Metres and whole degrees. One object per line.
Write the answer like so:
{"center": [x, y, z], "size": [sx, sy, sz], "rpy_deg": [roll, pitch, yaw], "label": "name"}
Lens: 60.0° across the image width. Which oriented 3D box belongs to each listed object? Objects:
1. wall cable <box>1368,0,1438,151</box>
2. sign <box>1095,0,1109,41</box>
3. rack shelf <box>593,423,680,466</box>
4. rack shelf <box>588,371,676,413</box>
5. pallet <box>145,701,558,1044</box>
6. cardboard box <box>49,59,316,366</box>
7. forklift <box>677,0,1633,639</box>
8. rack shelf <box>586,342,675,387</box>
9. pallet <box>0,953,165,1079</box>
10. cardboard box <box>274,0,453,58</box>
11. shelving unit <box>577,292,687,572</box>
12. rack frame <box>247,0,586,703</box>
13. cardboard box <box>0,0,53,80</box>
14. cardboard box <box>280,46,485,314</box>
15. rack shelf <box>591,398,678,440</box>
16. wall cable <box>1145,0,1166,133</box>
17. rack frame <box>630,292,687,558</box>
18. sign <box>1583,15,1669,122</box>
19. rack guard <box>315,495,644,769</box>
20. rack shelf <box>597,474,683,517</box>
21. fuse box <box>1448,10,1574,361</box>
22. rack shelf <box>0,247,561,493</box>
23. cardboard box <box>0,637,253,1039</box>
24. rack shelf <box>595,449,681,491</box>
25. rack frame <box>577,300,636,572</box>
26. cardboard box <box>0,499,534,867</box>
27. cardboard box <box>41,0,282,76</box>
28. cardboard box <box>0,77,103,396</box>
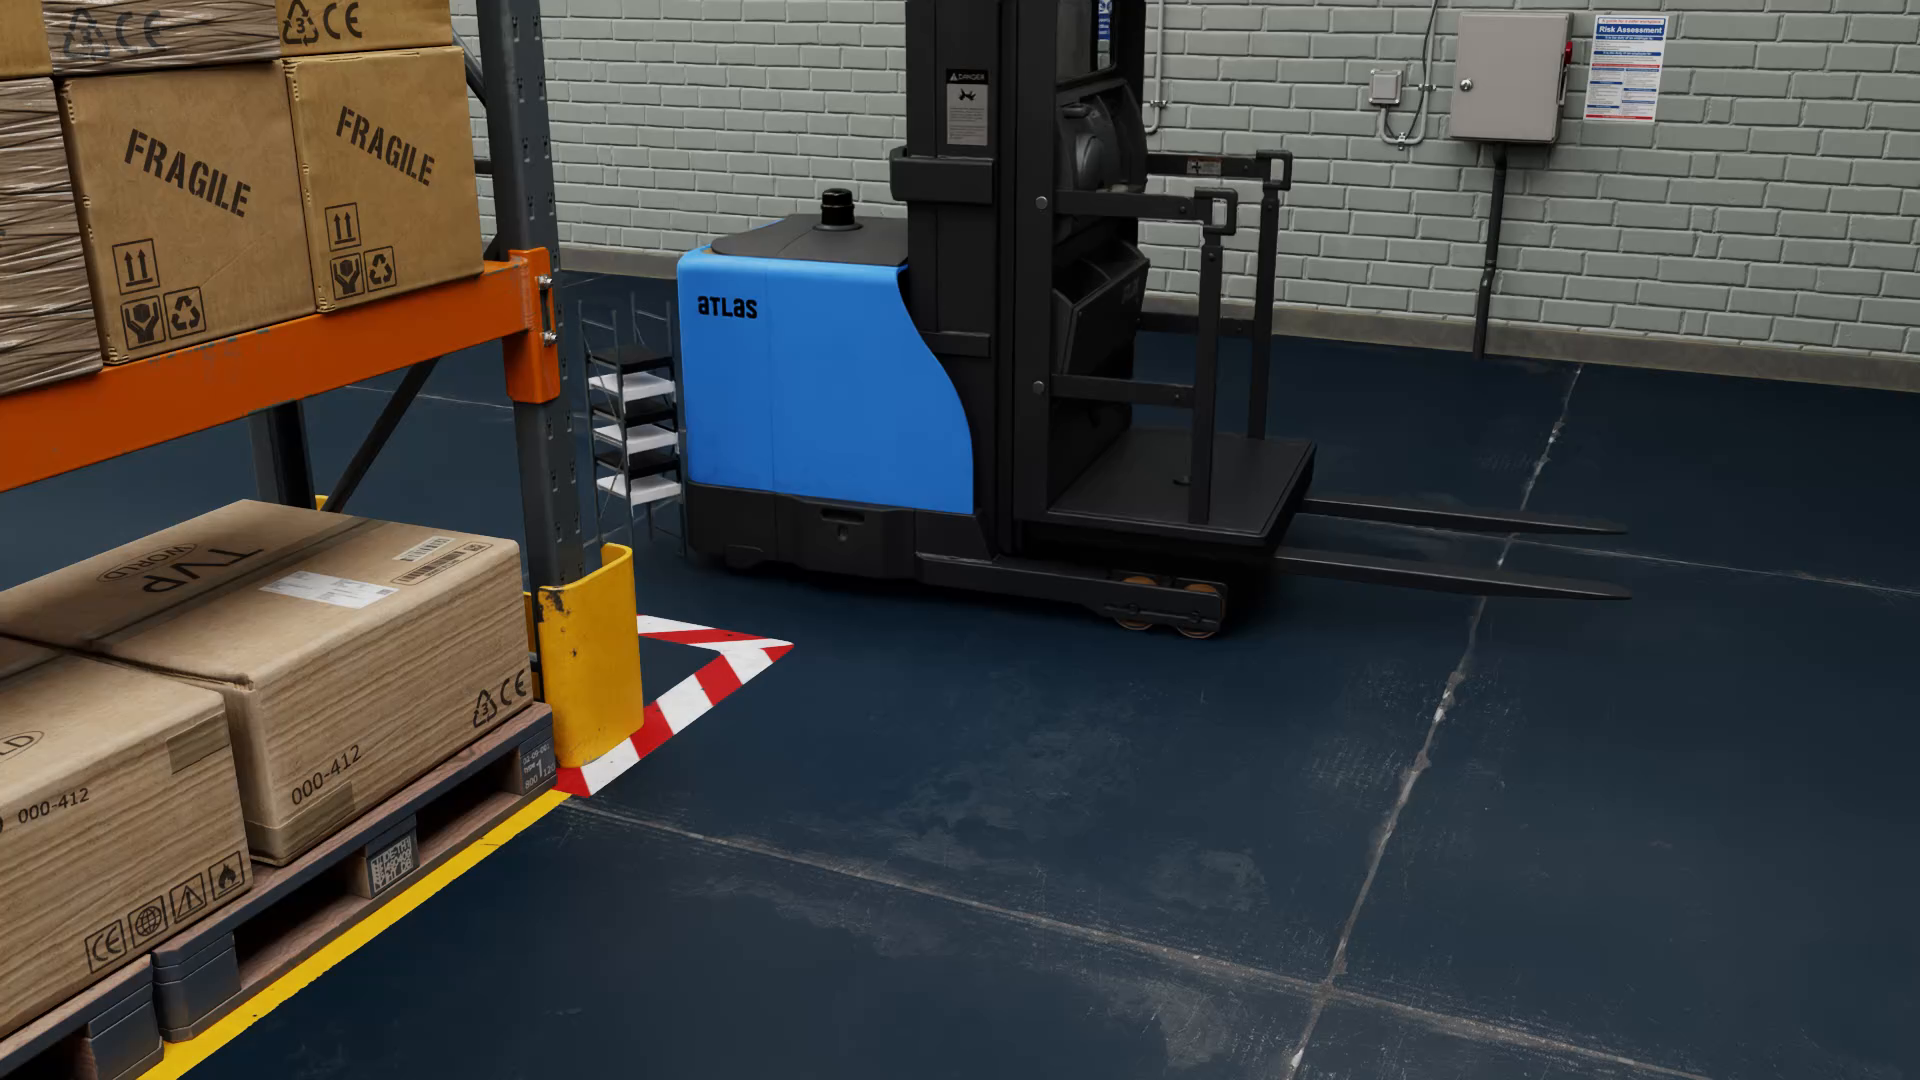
{"center": [2.130, -2.954, 8.283], "size": [0.588, 1.984, 0.122], "rpy_deg": [9, 21, 23], "label": "wall cable"}
{"center": [0.812, -2.819, 9.017], "size": [0.327, 0.218, 0.001], "rpy_deg": [9, 21, 23], "label": "sign"}
{"center": [-1.112, -0.337, 5.671], "size": [0.200, 0.077, 0.258], "rpy_deg": [-17, 26, -39], "label": "rack shelf"}
{"center": [-1.112, -0.506, 5.610], "size": [0.200, 0.077, 0.258], "rpy_deg": [-17, 26, -39], "label": "rack shelf"}
{"center": [-1.713, 0.629, 3.885], "size": [1.003, 0.211, 1.213], "rpy_deg": [9, 21, 23], "label": "pallet"}
{"center": [-1.632, -0.652, 3.176], "size": [0.500, 0.500, 0.500], "rpy_deg": [8, 21, 22], "label": "cardboard box"}
{"center": [0.638, -1.278, 5.188], "size": [3.031, 2.935, 1.130], "rpy_deg": [7, 21, 18], "label": "forklift"}
{"center": [-1.113, -0.591, 5.579], "size": [0.200, 0.077, 0.258], "rpy_deg": [-17, 26, -39], "label": "rack shelf"}
{"center": [-2.214, 1.001, 2.840], "size": [1.003, 0.211, 1.213], "rpy_deg": [9, 21, 23], "label": "pallet"}
{"center": [-1.437, -1.278, 3.444], "size": [0.500, 0.500, 0.500], "rpy_deg": [9, 22, 24], "label": "cardboard box"}
{"center": [-1.112, -0.368, 5.660], "size": [0.210, 0.900, 0.258], "rpy_deg": [-17, 26, -39], "label": "shelving unit"}
{"center": [-1.457, -0.940, 4.135], "size": [1.000, 3.000, 0.127], "rpy_deg": [9, 21, 23], "label": "rack frame"}
{"center": [-1.829, -0.963, 2.560], "size": [0.500, 0.500, 0.500], "rpy_deg": [8, 21, 22], "label": "cardboard box"}
{"center": [-1.413, -0.803, 3.601], "size": [0.500, 0.500, 0.500], "rpy_deg": [9, 21, 23], "label": "cardboard box"}
{"center": [-1.112, -0.422, 5.640], "size": [0.200, 0.077, 0.258], "rpy_deg": [-17, 26, -39], "label": "rack shelf"}
{"center": [0.831, -3.160, 8.815], "size": [0.585, 1.953, 0.123], "rpy_deg": [9, 21, 23], "label": "wall cable"}
{"center": [-1.036, -0.392, 5.724], "size": [0.006, 0.900, 0.240], "rpy_deg": [-17, 26, -39], "label": "rack frame"}
{"center": [3.223, -2.285, 8.058], "size": [0.329, 0.494, 0.001], "rpy_deg": [9, 21, 23], "label": "sign"}
{"center": [-1.447, 0.231, 4.574], "size": [1.175, 0.500, 0.348], "rpy_deg": [9, 21, 23], "label": "rack guard"}
{"center": [-1.111, -0.168, 5.732], "size": [0.200, 0.077, 0.258], "rpy_deg": [-17, 26, -39], "label": "rack shelf"}
{"center": [2.688, -1.727, 8.271], "size": [0.539, 1.711, 0.414], "rpy_deg": [9, 21, 23], "label": "fuse box"}
{"center": [-2.276, 0.011, 2.536], "size": [1.077, 0.370, 4.000], "rpy_deg": [9, 21, 23], "label": "rack shelf"}
{"center": [-2.003, 0.566, 3.098], "size": [0.875, 0.438, 0.875], "rpy_deg": [9, 22, 24], "label": "cardboard box"}
{"center": [-1.111, -0.252, 5.701], "size": [0.200, 0.077, 0.258], "rpy_deg": [-17, 26, -39], "label": "rack shelf"}
{"center": [-1.187, -0.345, 5.596], "size": [0.006, 0.900, 0.240], "rpy_deg": [-17, 26, -39], "label": "rack frame"}
{"center": [-1.636, 0.285, 3.888], "size": [0.875, 0.438, 0.875], "rpy_deg": [8, 21, 21], "label": "cardboard box"}
{"center": [-1.624, -1.114, 2.984], "size": [0.500, 0.500, 0.500], "rpy_deg": [9, 21, 23], "label": "cardboard box"}
{"center": [-1.834, -0.493, 2.730], "size": [0.500, 0.500, 0.500], "rpy_deg": [9, 22, 24], "label": "cardboard box"}
